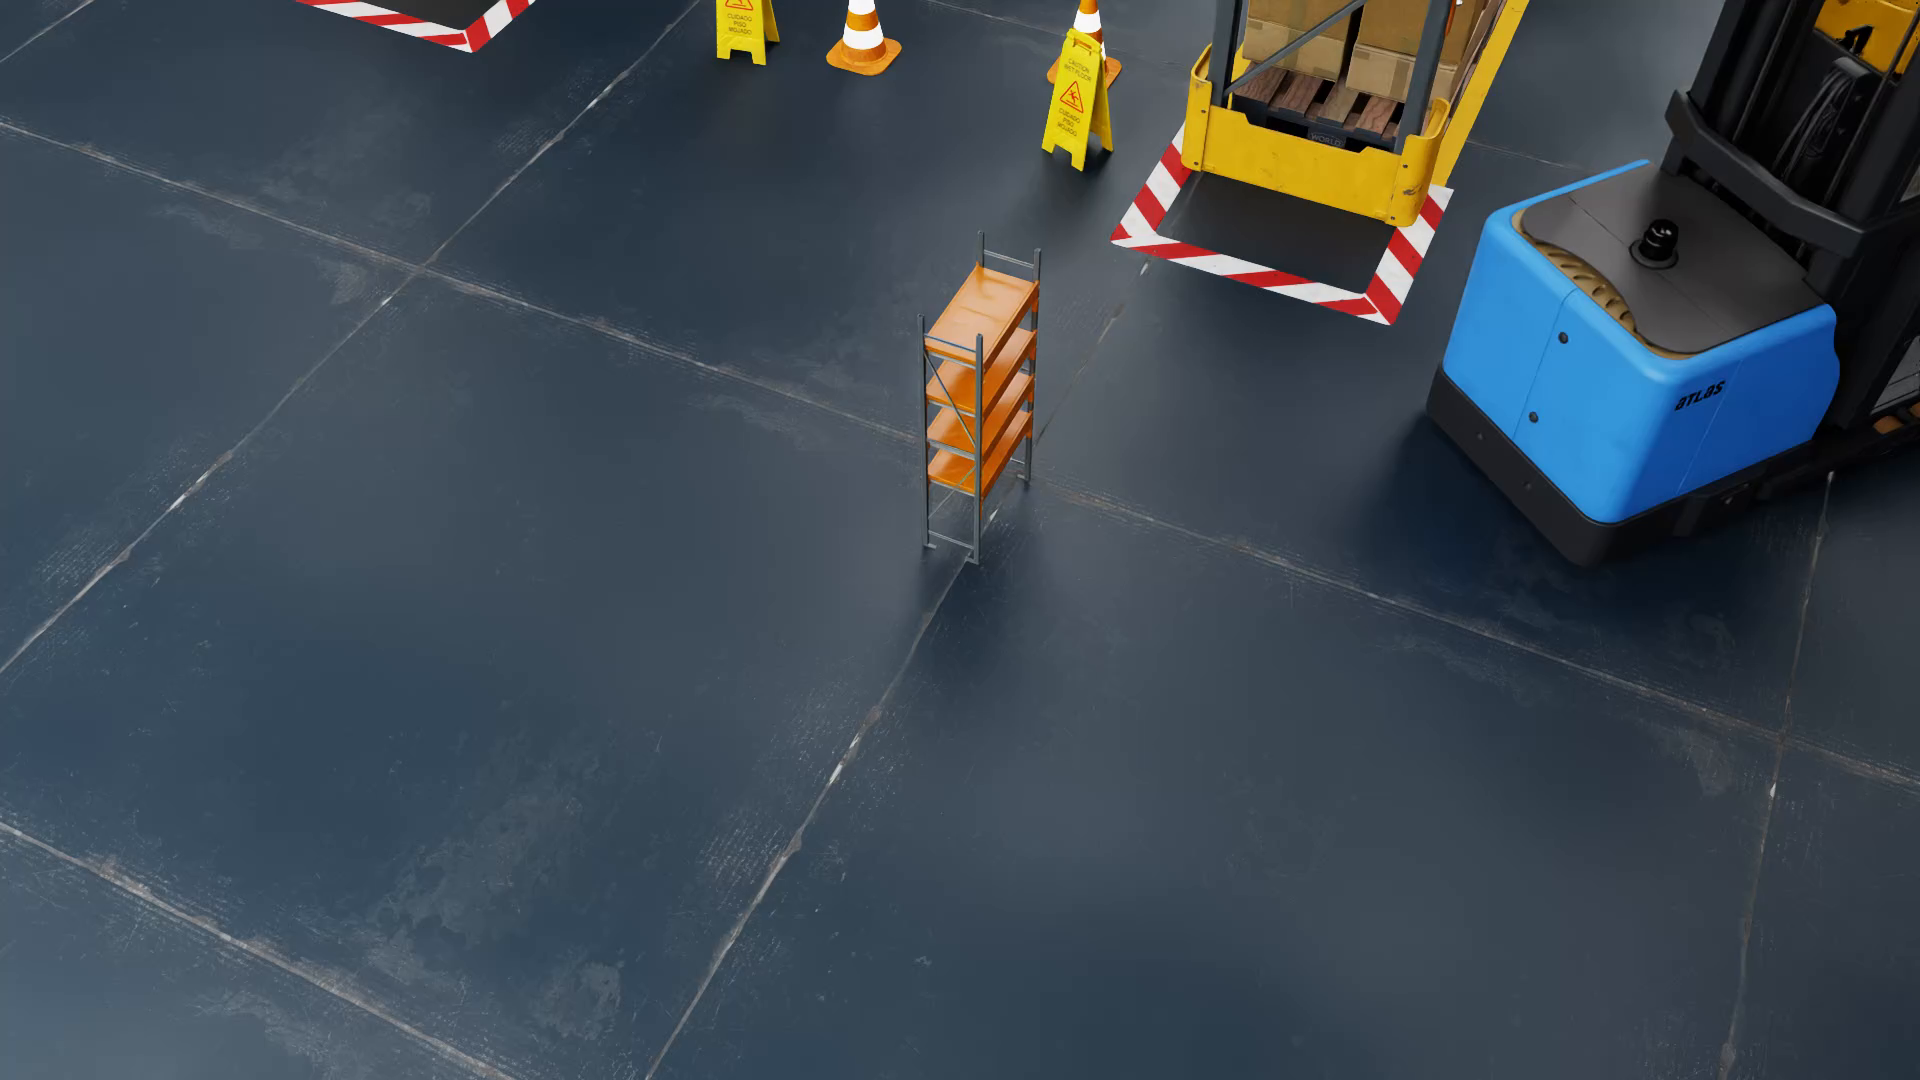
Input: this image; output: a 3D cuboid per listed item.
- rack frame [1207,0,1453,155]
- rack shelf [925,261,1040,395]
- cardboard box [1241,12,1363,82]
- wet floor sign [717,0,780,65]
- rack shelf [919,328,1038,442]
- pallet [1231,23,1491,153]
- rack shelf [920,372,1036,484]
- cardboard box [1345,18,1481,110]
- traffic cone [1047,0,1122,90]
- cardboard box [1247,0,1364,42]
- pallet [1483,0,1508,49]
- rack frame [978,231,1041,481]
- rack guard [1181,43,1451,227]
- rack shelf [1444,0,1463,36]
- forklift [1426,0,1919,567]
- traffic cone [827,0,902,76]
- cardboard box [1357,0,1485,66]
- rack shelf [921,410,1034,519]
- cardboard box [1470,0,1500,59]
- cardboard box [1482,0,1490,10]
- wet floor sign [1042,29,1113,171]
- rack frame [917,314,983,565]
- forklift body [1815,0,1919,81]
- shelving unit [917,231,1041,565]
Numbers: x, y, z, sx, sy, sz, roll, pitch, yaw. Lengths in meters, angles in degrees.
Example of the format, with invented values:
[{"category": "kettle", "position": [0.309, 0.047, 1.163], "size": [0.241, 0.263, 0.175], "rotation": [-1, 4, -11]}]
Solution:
[{"category": "rack frame", "position": [1.628, -2.681, 6.877], "size": [1.000, 3.000, 0.127], "rotation": [20, 52, 16]}, {"category": "rack shelf", "position": [0.071, -0.757, 5.906], "size": [0.258, 0.148, 0.480], "rotation": [20, 52, 16]}, {"category": "cardboard box", "position": [1.741, -2.587, 8.326], "size": [0.500, 0.250, 0.500], "rotation": [20, 52, 16]}, {"category": "wet floor sign", "position": [-1.113, -2.795, 8.520], "size": [0.267, 0.644, 0.232], "rotation": [12, 51, 10]}, {"category": "rack shelf", "position": [0.071, -0.604, 6.086], "size": [0.258, 0.148, 0.480], "rotation": [20, 52, 16]}, {"category": "pallet", "position": [2.040, -2.378, 8.450], "size": [1.003, 0.211, 1.213], "rotation": [20, 52, 16]}, {"category": "rack shelf", "position": [0.071, -0.459, 6.256], "size": [0.258, 0.148, 0.480], "rotation": [20, 52, 16]}, {"category": "cardboard box", "position": [2.223, -2.392, 8.160], "size": [0.500, 0.250, 0.500], "rotation": [19, 52, 16]}, {"category": "traffic cone", "position": [0.646, -2.575, 8.452], "size": [0.336, 0.463, 0.334], "rotation": [20, 52, 16]}, {"category": "cardboard box", "position": [1.735, -2.806, 8.020], "size": [0.500, 0.500, 0.500], "rotation": [20, 53, 16]}, {"category": "pallet", "position": [2.562, -3.215, 9.162], "size": [1.003, 0.211, 1.213], "rotation": [20, 52, 16]}, {"category": "rack frame", "position": [0.175, -0.671, 6.348], "size": [0.240, 1.200, 0.015], "rotation": [20, 52, 16]}, {"category": "rack guard", "position": [1.661, -1.923, 7.873], "size": [1.175, 0.500, 0.348], "rotation": [20, 52, 16]}, {"category": "rack shelf", "position": [2.483, -3.825, 8.323], "size": [1.077, 0.370, 4.000], "rotation": [20, 52, 16]}, {"category": "forklift", "position": [3.498, -1.642, 6.038], "size": [3.031, 2.935, 1.130], "rotation": [-21, 53, -17]}, {"category": "traffic cone", "position": [-0.503, -2.702, 8.560], "size": [0.336, 0.463, 0.334], "rotation": [20, 52, 16]}, {"category": "cardboard box", "position": [2.233, -2.651, 7.889], "size": [0.500, 0.500, 0.500], "rotation": [18, 52, 15]}, {"category": "rack shelf", "position": [0.071, -0.331, 6.408], "size": [0.258, 0.148, 0.480], "rotation": [20, 52, 16]}, {"category": "cardboard box", "position": [2.448, -2.741, 8.457], "size": [0.500, 0.250, 0.500], "rotation": [22, 53, 17]}, {"category": "cardboard box", "position": [2.452, -3.013, 8.196], "size": [0.500, 0.500, 0.500], "rotation": [18, 52, 15]}, {"category": "wet floor sign", "position": [0.580, -2.135, 7.958], "size": [0.232, 0.644, 0.267], "rotation": [-37, 59, -27]}, {"category": "rack frame", "position": [-0.034, -0.335, 6.062], "size": [0.240, 1.200, 0.015], "rotation": [20, 52, 16]}, {"category": "forklift body", "position": [5.278, -2.693, 7.444], "size": [2.313, 2.155, 1.214], "rotation": [20, 52, 16]}, {"category": "shelving unit", "position": [0.071, -0.503, 6.205], "size": [0.258, 1.200, 0.503], "rotation": [20, 52, 16]}]
